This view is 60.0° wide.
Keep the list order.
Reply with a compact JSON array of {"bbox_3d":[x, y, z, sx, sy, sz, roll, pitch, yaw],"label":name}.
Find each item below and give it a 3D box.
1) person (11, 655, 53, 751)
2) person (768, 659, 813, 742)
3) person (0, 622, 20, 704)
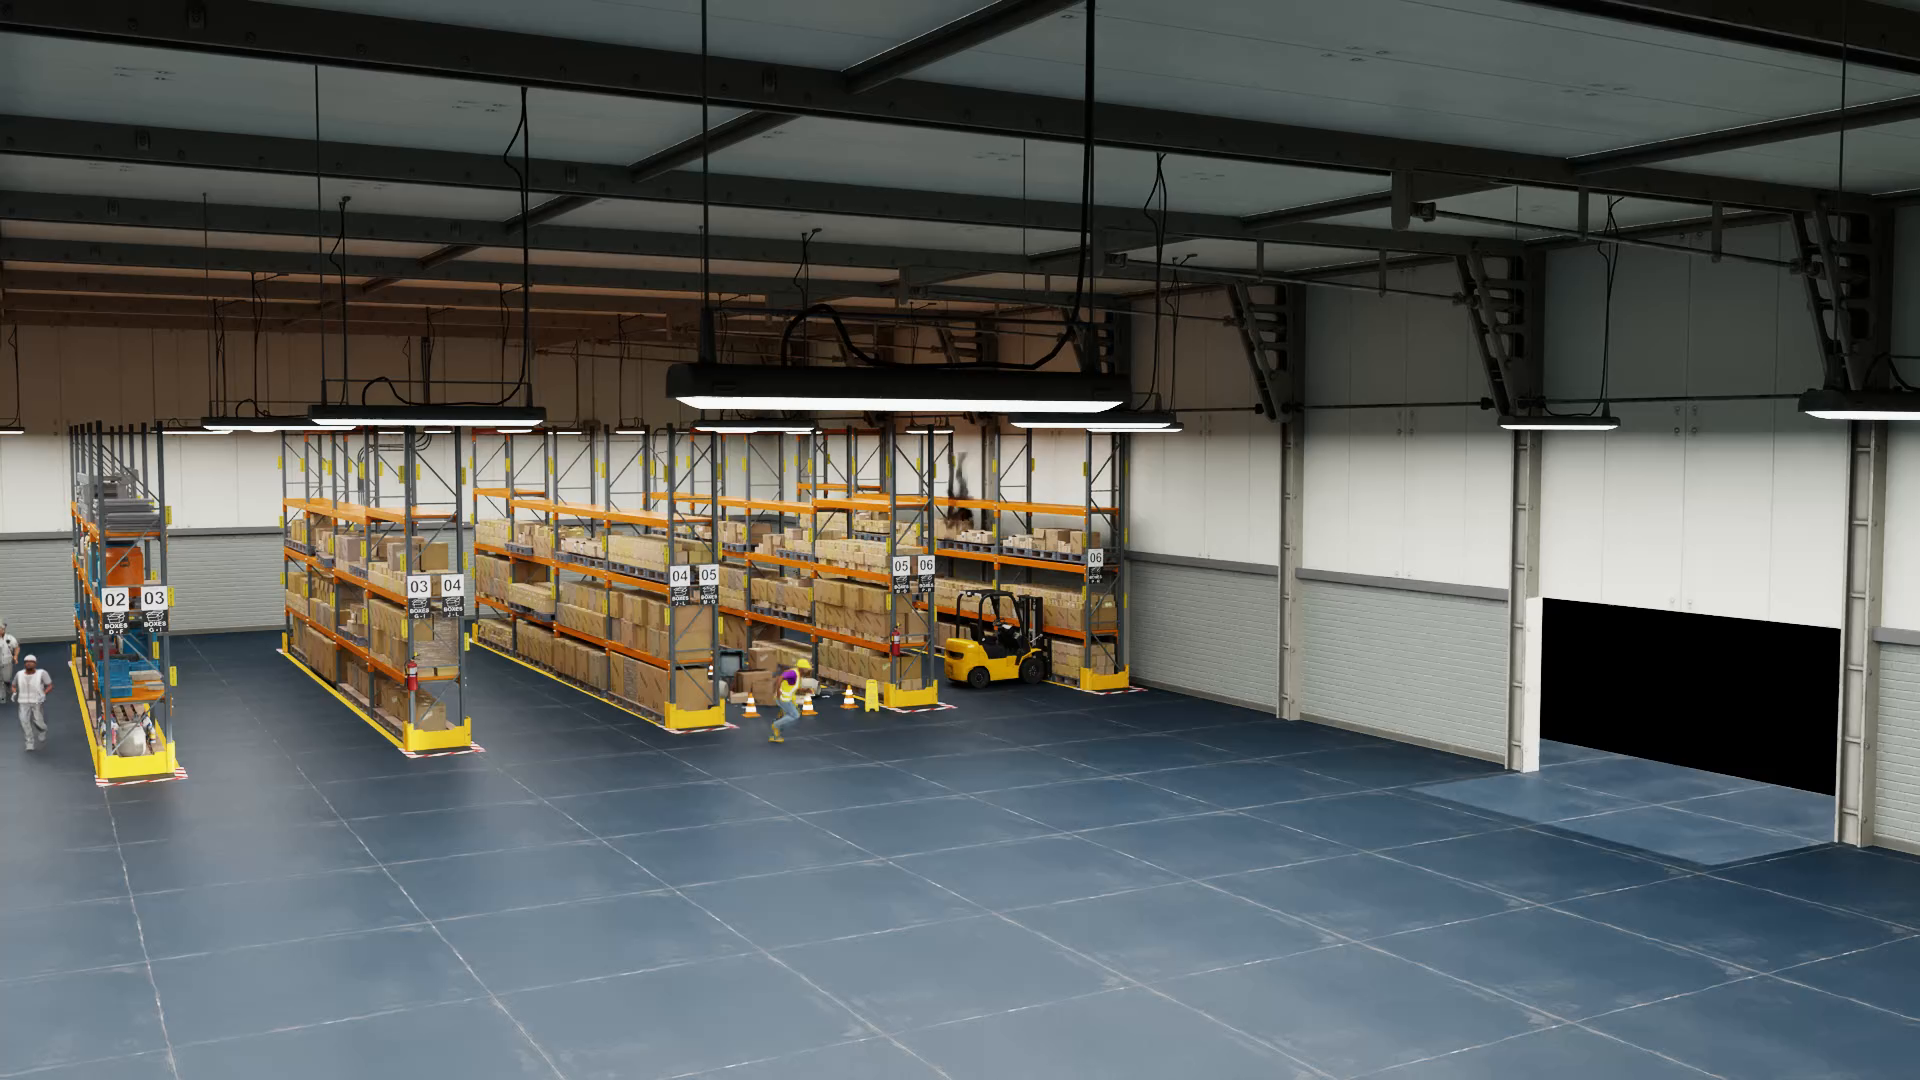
[{"bbox_3d":[-17.026,2.971,30.488,0.683,1.734,0.642,-1,4,-16],"label":"person"},{"bbox_3d":[-3.186,3.011,31.104,0.841,1.579,0.736,1,4,10],"label":"person"},{"bbox_3d":[-20.702,2.643,35.941,0.665,1.746,0.578,-2,4,-27],"label":"person"}]
